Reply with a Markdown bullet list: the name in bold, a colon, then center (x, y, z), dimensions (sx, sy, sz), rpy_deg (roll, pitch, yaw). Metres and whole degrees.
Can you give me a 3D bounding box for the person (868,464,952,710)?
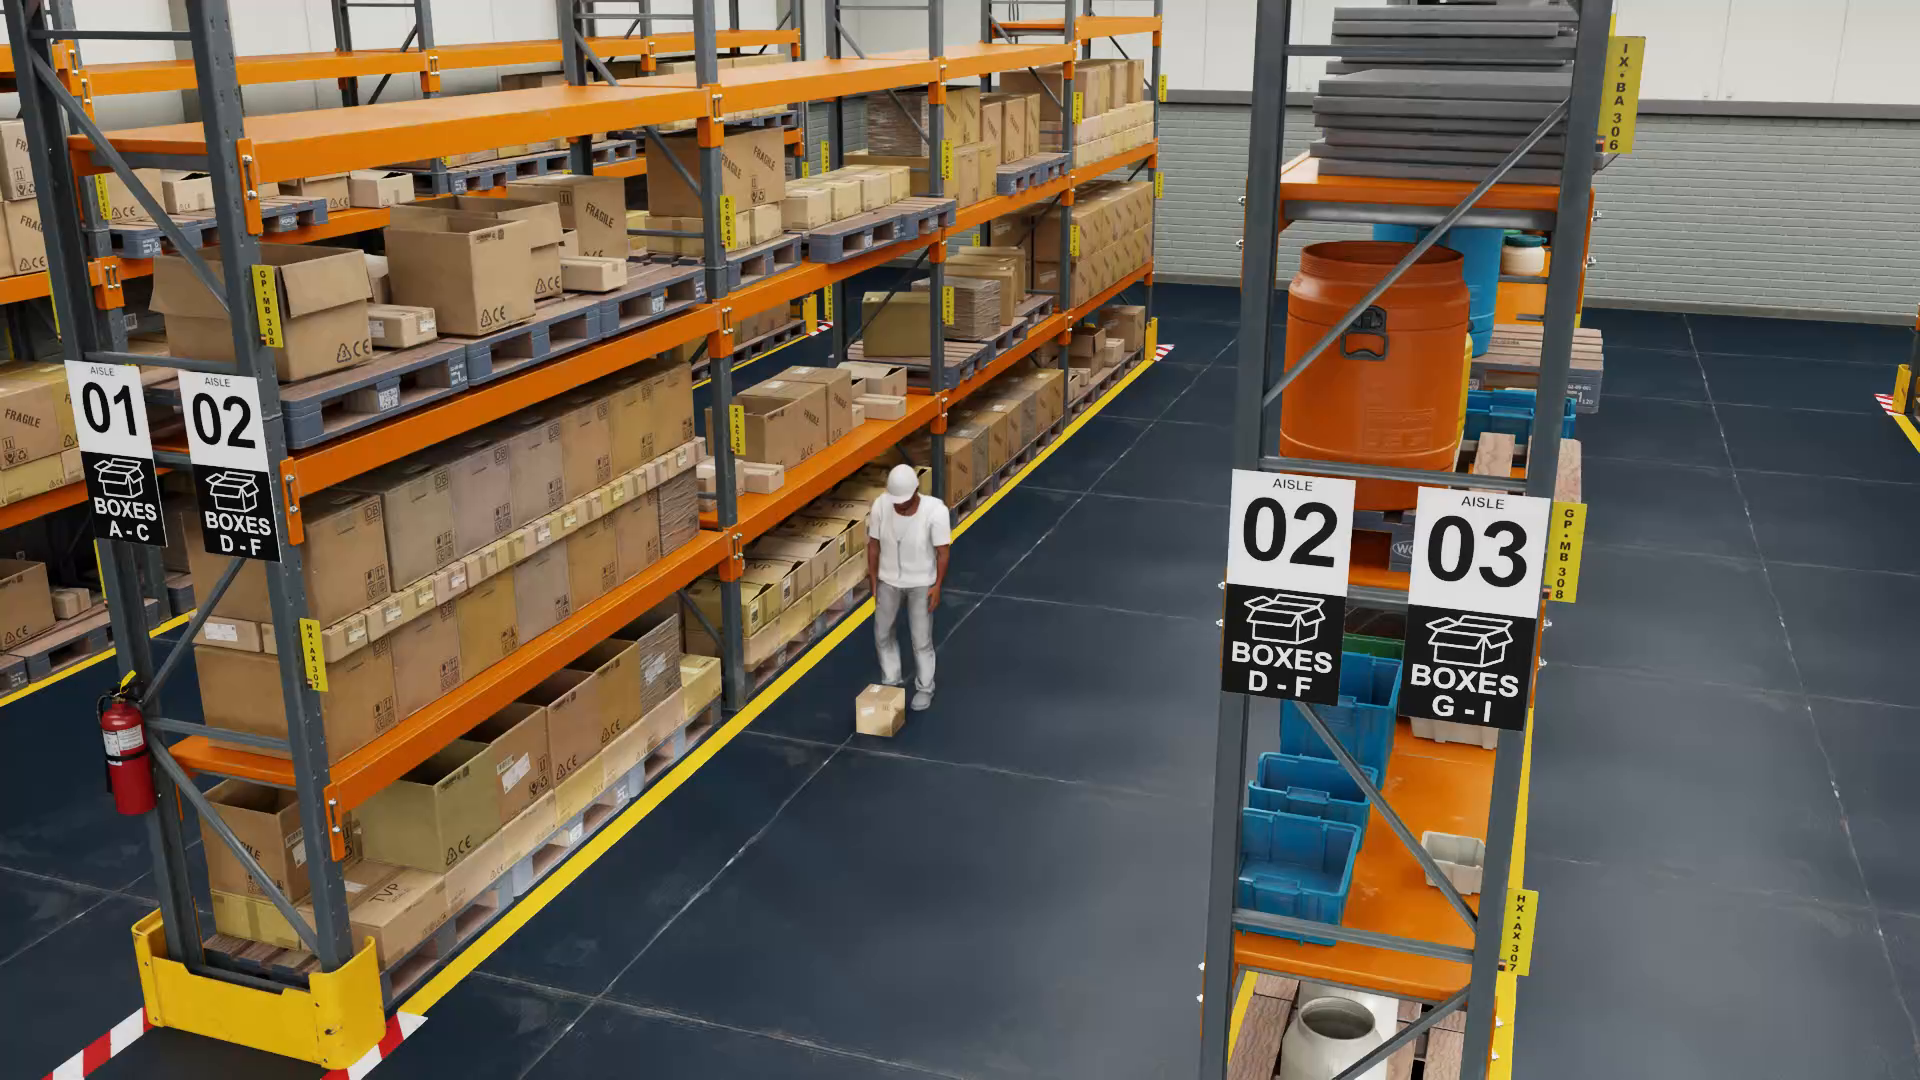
- **person**: center (-0.350, 0.299, 11.215), dimensions (0.591, 1.716, 0.453), rpy_deg (7, 20, 20)
